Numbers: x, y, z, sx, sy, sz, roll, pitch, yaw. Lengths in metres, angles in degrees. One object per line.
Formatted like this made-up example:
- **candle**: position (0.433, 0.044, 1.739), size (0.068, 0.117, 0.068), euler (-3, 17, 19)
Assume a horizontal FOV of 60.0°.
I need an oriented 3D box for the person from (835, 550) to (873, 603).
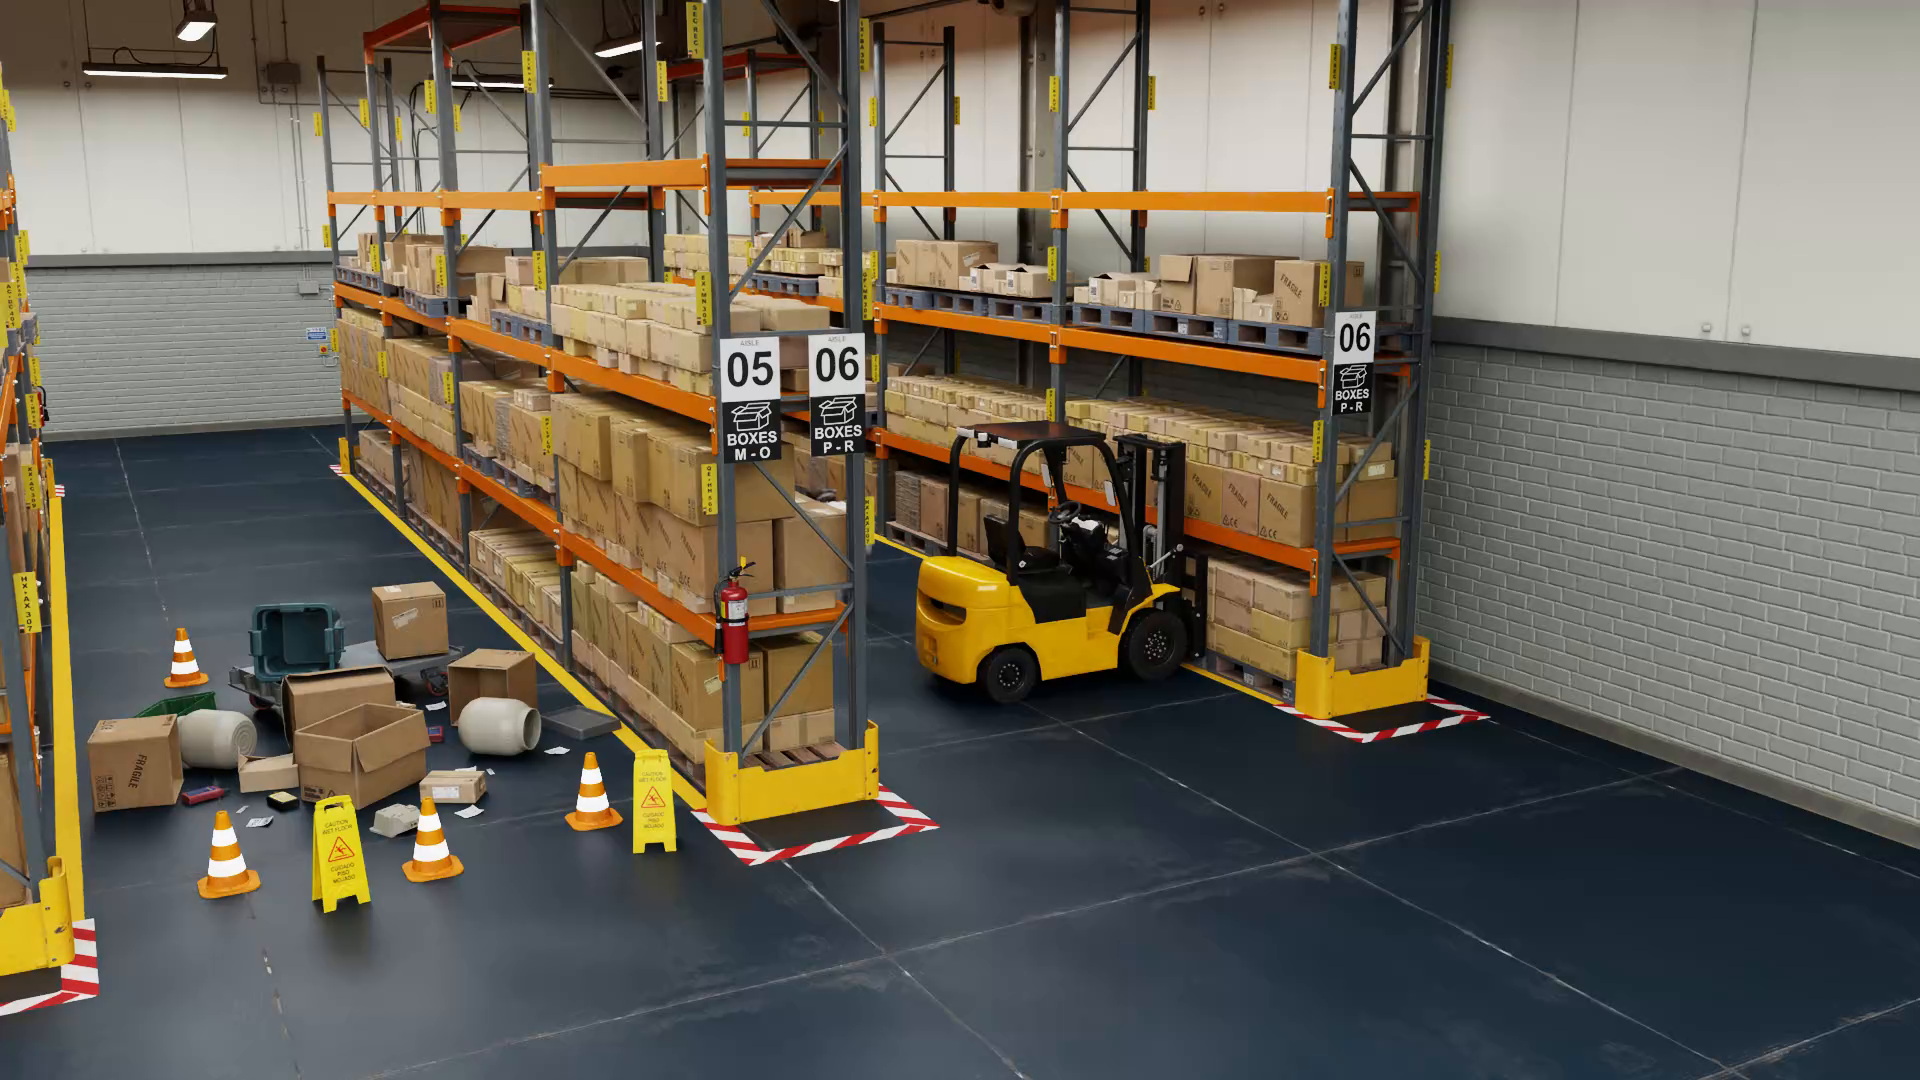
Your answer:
- **person**: position (-1.223, 0.217, 16.892), size (0.470, 0.867, 0.865), euler (-6, 13, -28)
